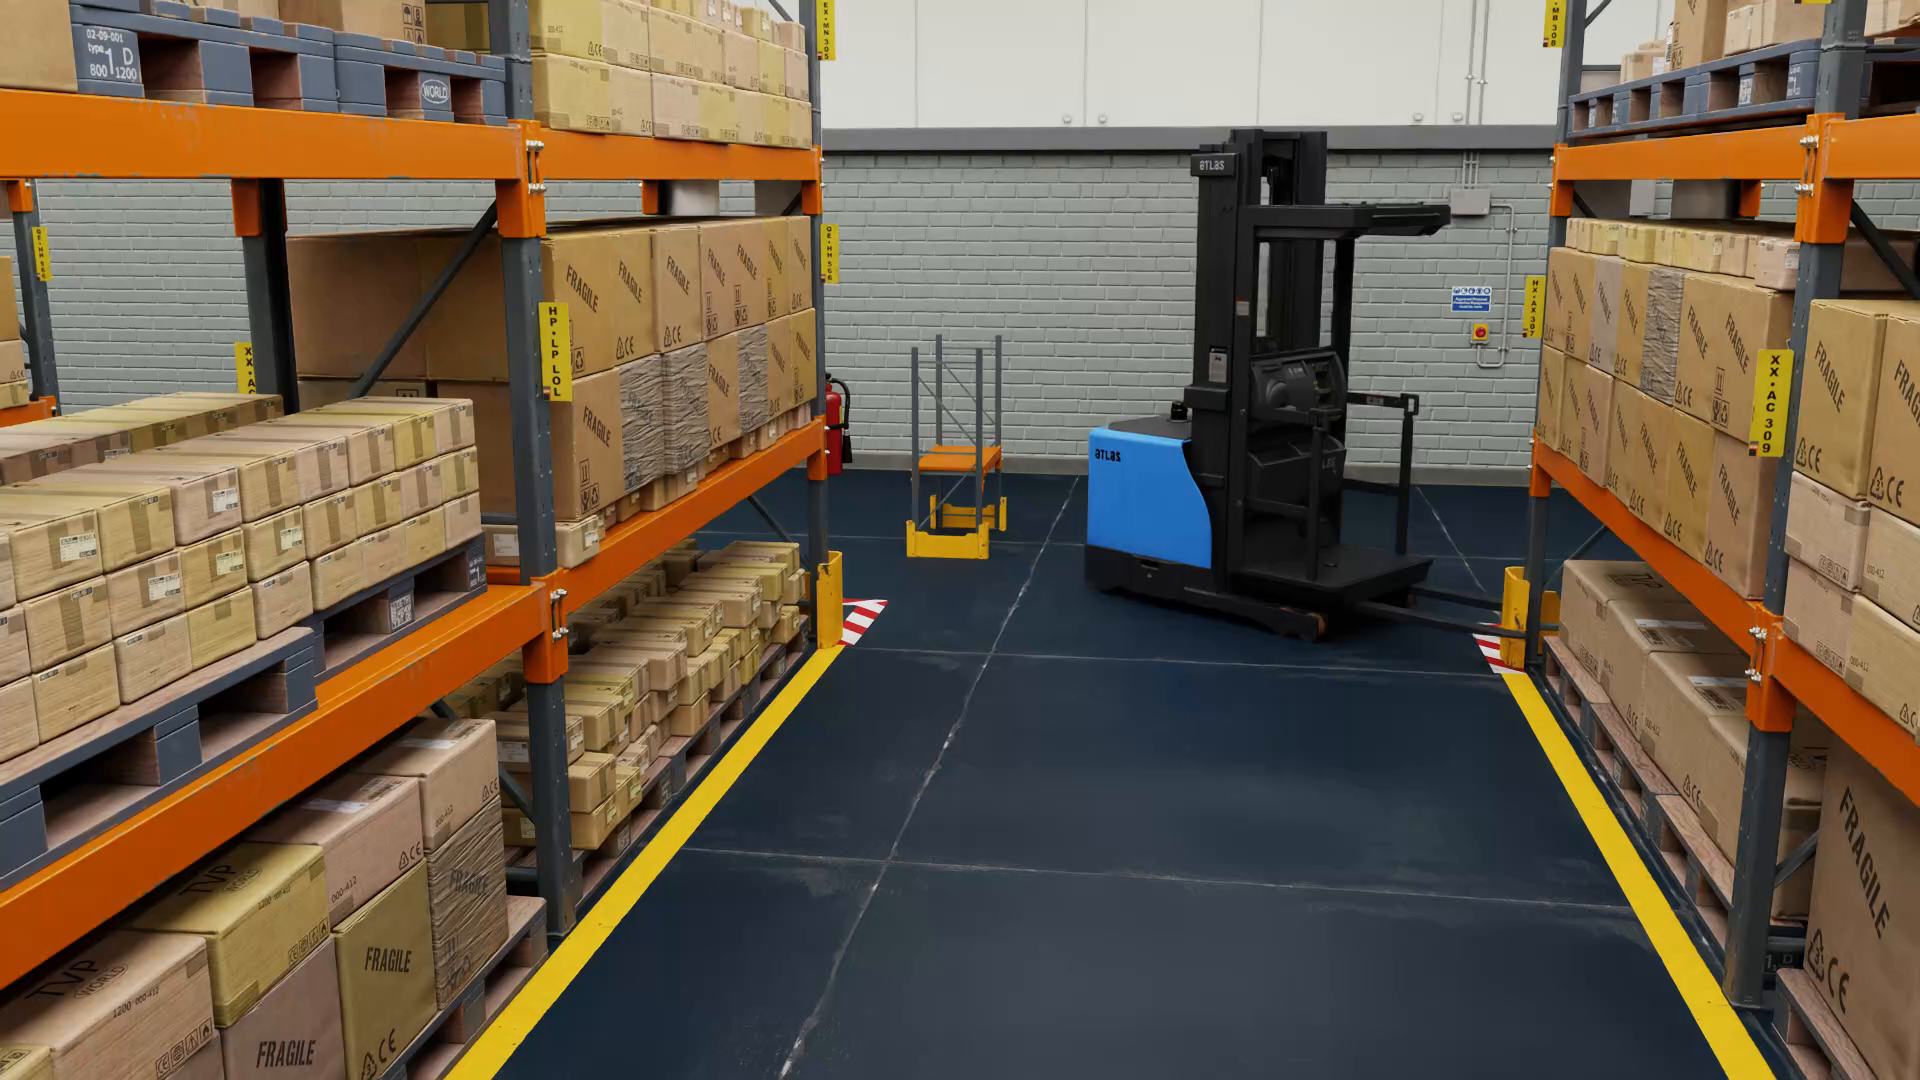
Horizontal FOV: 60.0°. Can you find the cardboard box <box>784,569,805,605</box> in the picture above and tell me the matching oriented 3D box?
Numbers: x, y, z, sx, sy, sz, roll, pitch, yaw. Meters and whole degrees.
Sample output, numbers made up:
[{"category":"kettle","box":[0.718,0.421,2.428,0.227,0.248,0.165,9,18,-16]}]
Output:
[{"category":"cardboard box","box":[-1.075,0.254,9.259,0.380,0.149,0.250,2,12,7]}]

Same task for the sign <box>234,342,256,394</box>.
[{"category":"sign","box":[-2.429,-0.515,5.706,0.100,0.325,0.005,2,12,9]}]

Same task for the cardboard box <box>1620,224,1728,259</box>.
[{"category":"cardboard box","box":[3.088,-1.289,7.204,0.380,0.149,0.250,2,12,9]}]

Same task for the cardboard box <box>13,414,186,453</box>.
[{"category":"cardboard box","box":[-2.485,-0.270,4.814,0.380,0.149,0.250,2,12,9]}]

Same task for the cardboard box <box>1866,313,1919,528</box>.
[{"category":"cardboard box","box":[2.613,-0.285,4.084,0.500,0.500,0.500,2,12,8]}]

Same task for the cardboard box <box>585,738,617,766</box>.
[{"category":"cardboard box","box":[-1.569,0.847,6.508,0.380,0.149,0.250,2,12,9]}]

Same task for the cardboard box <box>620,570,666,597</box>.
[{"category":"cardboard box","box":[-1.738,0.251,8.565,0.380,0.149,0.250,1,12,6]}]

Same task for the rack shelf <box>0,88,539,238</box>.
[{"category":"rack shelf","box":[-2.199,-0.774,3.551,1.077,0.370,4.000,2,12,9]}]

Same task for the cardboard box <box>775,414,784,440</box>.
[{"category":"cardboard box","box":[-1.146,-0.605,8.777,0.380,0.149,0.250,2,12,8]}]

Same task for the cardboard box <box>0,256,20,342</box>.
[{"category":"cardboard box","box":[-5.977,-1.419,9.826,0.500,0.500,0.500,2,12,9]}]

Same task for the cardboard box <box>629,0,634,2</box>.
[{"category":"cardboard box","box":[-1.465,-2.123,6.326,0.380,0.149,0.250,2,12,7]}]

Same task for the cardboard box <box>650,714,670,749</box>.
[{"category":"cardboard box","box":[-1.493,0.827,7.306,0.380,0.149,0.250,1,12,6]}]

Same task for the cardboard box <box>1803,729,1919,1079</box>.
[{"category":"cardboard box","box":[2.999,1.029,4.646,0.875,0.875,0.875,2,12,10]}]

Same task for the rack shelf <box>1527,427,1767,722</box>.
[{"category":"rack shelf","box":[3.323,-0.001,7.085,1.077,0.370,4.000,2,12,9]}]

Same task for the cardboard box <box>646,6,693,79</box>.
[{"category":"cardboard box","box":[-1.408,-2.013,6.764,0.500,0.250,0.500,2,12,10]}]

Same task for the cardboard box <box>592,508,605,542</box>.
[{"category":"cardboard box","box":[-1.558,-0.057,6.235,0.380,0.149,0.250,2,12,10]}]

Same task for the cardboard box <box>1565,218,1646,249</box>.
[{"category":"cardboard box","box":[3.303,-1.559,8.455,0.380,0.149,0.250,2,12,10]}]

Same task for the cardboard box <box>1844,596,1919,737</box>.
[{"category":"cardboard box","box":[2.609,0.328,4.207,0.500,0.250,0.500,2,12,7]}]

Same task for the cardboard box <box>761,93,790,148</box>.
[{"category":"cardboard box","box":[-1.156,-2.091,8.314,0.500,0.250,0.500,2,12,9]}]

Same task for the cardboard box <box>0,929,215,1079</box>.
[{"category":"cardboard box","box":[-1.994,1.063,3.595,0.500,0.250,0.500,2,12,9]}]

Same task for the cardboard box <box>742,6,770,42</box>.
[{"category":"cardboard box","box":[-1.144,-2.502,8.084,0.380,0.149,0.250,2,12,10]}]

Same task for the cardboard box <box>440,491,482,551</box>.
[{"category":"cardboard box","box":[-1.757,-0.069,5.292,0.380,0.149,0.250,2,12,7]}]

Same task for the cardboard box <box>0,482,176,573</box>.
[{"category":"cardboard box","box":[-2.001,-0.031,3.707,0.380,0.149,0.250,2,12,8]}]

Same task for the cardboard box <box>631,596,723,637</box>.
[{"category":"cardboard box","box":[-1.356,0.377,7.981,0.380,0.149,0.250,1,12,7]}]

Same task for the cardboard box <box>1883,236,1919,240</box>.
[{"category":"cardboard box","box":[3.342,-0.957,5.662,0.380,0.149,0.250,2,12,8]}]

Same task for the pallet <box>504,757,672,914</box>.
[{"category":"pallet","box":[-1.823,1.147,6.671,1.003,0.211,1.213,2,12,9]}]

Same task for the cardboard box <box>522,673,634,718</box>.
[{"category":"cardboard box","box":[-1.542,0.647,6.727,0.380,0.149,0.250,2,12,8]}]

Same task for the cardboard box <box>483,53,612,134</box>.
[{"category":"cardboard box","box":[-1.559,-1.556,5.831,0.500,0.250,0.500,3,12,12]}]

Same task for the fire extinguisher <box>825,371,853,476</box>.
[{"category":"fire extinguisher","box":[-0.781,-0.726,9.809,0.296,0.674,0.183,2,12,9]}]

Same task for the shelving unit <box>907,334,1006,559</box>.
[{"category":"shelving unit","box":[-0.012,-0.717,12.262,0.587,1.500,1.083,2,12,9]}]

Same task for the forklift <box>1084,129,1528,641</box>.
[{"category":"forklift","box":[2.215,-0.962,9.999,1.130,2.935,3.031,-12,17,-43]}]

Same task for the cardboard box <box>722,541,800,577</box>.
[{"category":"cardboard box","box":[-1.107,0.108,9.231,0.380,0.149,0.250,2,12,9]}]

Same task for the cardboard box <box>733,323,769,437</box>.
[{"category":"cardboard box","box":[-1.244,-0.788,8.085,0.500,0.500,0.500,2,12,9]}]

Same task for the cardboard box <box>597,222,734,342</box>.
[{"category":"cardboard box","box":[-1.328,-1.164,7.456,0.500,0.500,0.500,1,12,7]}]

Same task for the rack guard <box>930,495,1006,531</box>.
[{"category":"rack guard","box":[0.065,-0.210,12.874,0.587,0.250,0.087,2,12,9]}]

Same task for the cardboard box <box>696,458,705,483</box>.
[{"category":"cardboard box","box":[-1.374,-0.334,7.520,0.380,0.149,0.250,2,12,11]}]

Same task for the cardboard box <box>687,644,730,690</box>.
[{"category":"cardboard box","box":[-1.293,0.581,7.740,0.380,0.149,0.250,2,12,9]}]

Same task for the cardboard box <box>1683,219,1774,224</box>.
[{"category":"cardboard box","box":[3.758,-1.489,8.131,0.380,0.149,0.250,2,12,10]}]

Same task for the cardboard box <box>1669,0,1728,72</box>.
[{"category":"cardboard box","box":[3.172,-2.123,6.635,0.500,0.500,0.500,2,12,10]}]

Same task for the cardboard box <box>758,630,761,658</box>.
[{"category":"cardboard box","box":[-1.241,0.557,8.557,0.380,0.149,0.250,2,12,9]}]

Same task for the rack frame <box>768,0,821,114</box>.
[{"category":"rack frame","box":[-1.276,-3.841,8.955,1.000,3.000,0.127,2,12,9]}]

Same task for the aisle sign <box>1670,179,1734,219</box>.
[{"category":"aisle sign","box":[3.948,-2.045,8.690,0.394,0.787,0.004,2,12,9]}]

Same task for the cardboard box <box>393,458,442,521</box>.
[{"category":"cardboard box","box":[-1.797,-0.159,5.006,0.380,0.149,0.250,2,12,9]}]

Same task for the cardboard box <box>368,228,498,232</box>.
[{"category":"cardboard box","box":[-2.012,-0.973,6.571,0.500,0.500,0.500,1,12,7]}]

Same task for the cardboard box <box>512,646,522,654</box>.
[{"category":"cardboard box","box":[-1.995,0.522,7.308,0.380,0.149,0.250,1,12,6]}]

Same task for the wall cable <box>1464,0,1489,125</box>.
[{"category":"wall cable","box":[4.227,-4.895,13.845,0.463,3.000,0.029,2,12,9]}]

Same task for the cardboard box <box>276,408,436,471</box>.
[{"category":"cardboard box","box":[-1.801,-0.303,4.966,0.380,0.149,0.250,2,12,7]}]

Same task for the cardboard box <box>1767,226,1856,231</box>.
[{"category":"cardboard box","box":[3.572,-1.221,6.888,0.380,0.149,0.250,2,12,10]}]

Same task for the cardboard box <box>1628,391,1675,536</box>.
[{"category":"cardboard box","box":[2.971,-0.302,6.538,0.500,0.500,0.500,2,12,8]}]

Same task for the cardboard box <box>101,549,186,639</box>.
[{"category":"cardboard box","box":[-1.999,0.111,3.753,0.380,0.149,0.250,2,12,11]}]

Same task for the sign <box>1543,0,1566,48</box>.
[{"category":"sign","box":[3.083,-2.720,8.613,0.100,0.325,0.005,2,12,9]}]

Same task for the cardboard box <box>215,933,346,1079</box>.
[{"category":"cardboard box","box":[-1.919,1.317,4.200,0.500,0.500,0.500,2,12,7]}]

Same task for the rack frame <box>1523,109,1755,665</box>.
[{"category":"rack frame","box":[3.631,-0.769,8.941,1.000,3.000,0.127,2,12,9]}]

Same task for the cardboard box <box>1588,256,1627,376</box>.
[{"category":"cardboard box","box":[3.131,-1.001,7.405,0.500,0.500,0.500,2,12,8]}]

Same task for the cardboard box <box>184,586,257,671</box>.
[{"category":"cardboard box","box":[-1.954,0.202,4.033,0.380,0.149,0.250,2,12,11]}]

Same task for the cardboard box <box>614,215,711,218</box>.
[{"category":"cardboard box","box":[-1.607,-1.506,9.046,0.500,0.500,0.500,2,12,8]}]

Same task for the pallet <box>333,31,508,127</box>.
[{"category":"pallet","box":[-2.091,-1.325,4.847,1.213,0.211,1.003,2,12,9]}]

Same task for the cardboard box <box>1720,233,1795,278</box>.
[{"category":"cardboard box","box":[2.965,-1.022,5.963,0.380,0.149,0.250,2,12,8]}]

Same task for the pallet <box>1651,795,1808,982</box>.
[{"category":"pallet","box":[3.210,1.271,6.093,1.003,0.211,1.213,2,12,9]}]
